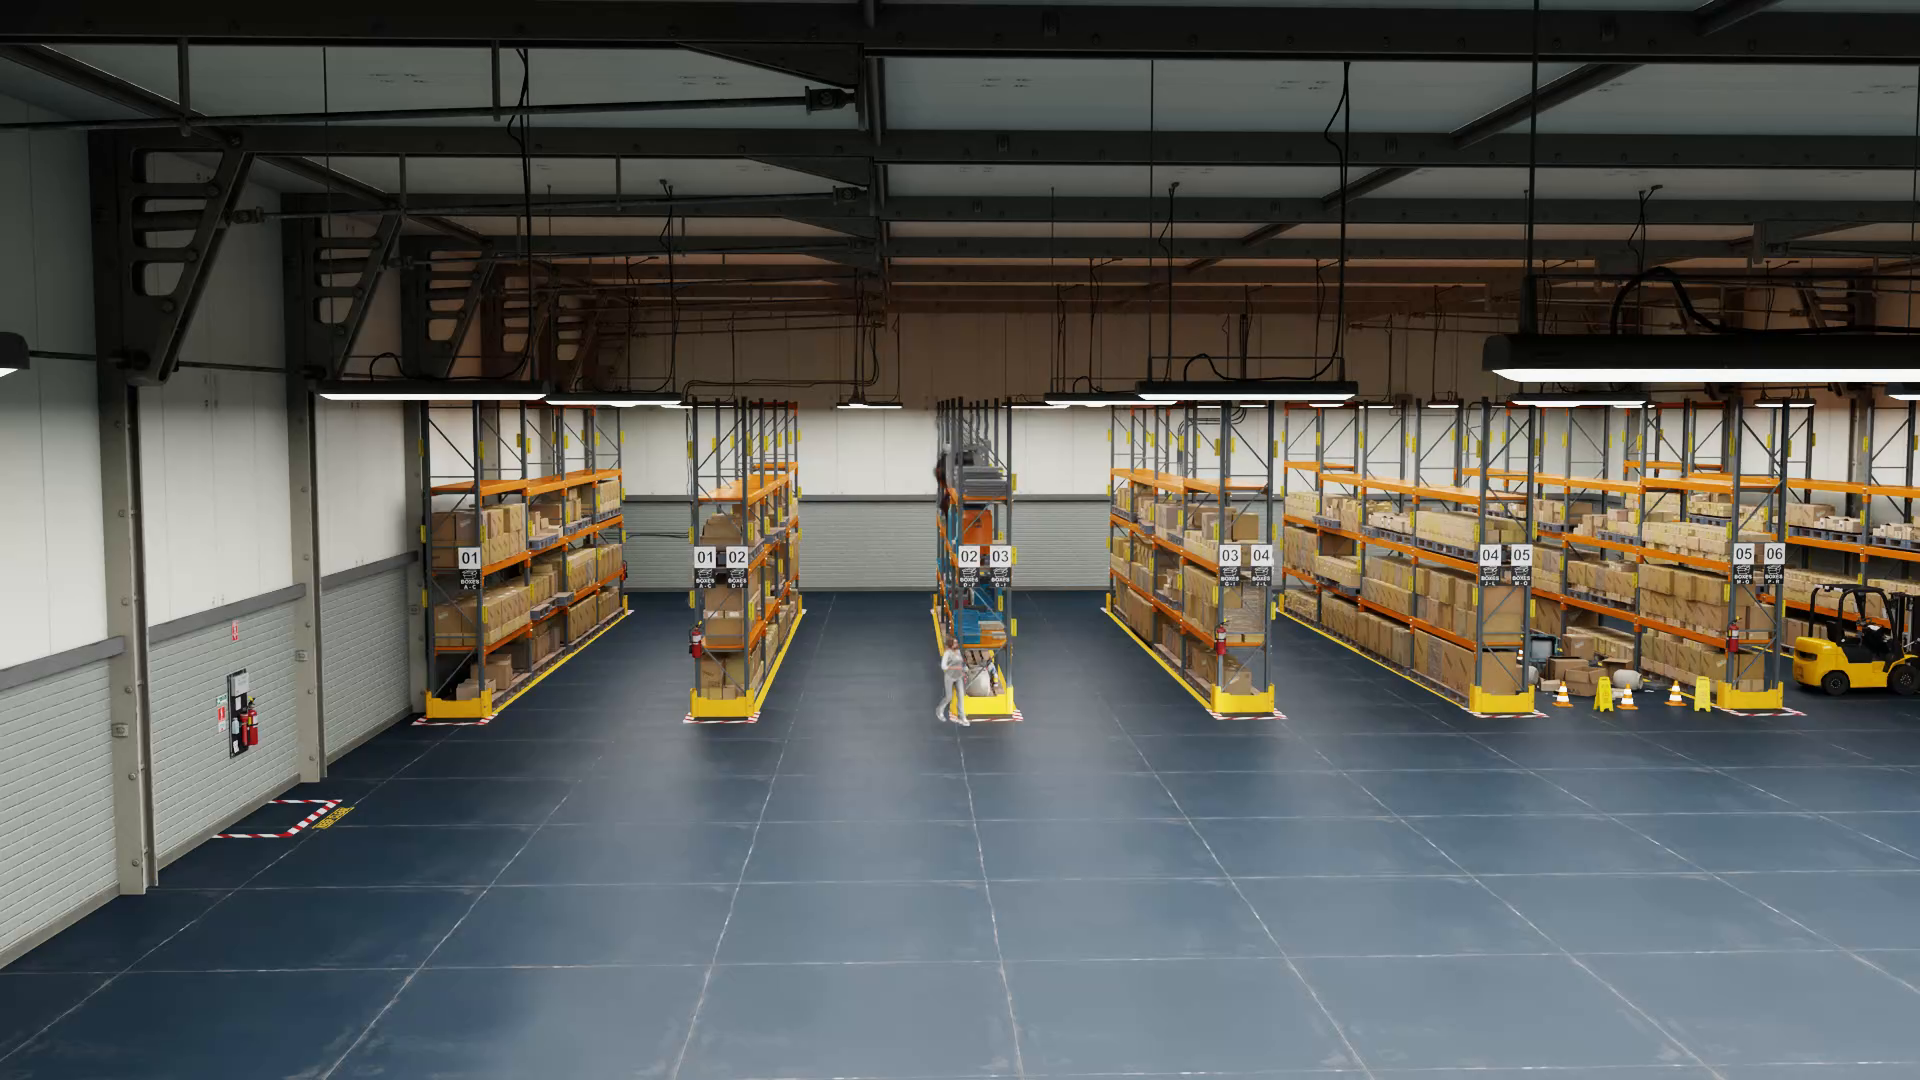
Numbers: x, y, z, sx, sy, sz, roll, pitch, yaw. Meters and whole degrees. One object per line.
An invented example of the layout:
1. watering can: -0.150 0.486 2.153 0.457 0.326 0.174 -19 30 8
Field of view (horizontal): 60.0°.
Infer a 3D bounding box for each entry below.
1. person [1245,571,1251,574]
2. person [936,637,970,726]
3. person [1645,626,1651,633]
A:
1. person: 8.127 1.181 48.281 0.612 1.660 0.915 -3 5 -35
2. person: -0.136 2.558 30.346 0.549 1.595 0.801 -4 6 -42
3. person: 16.822 1.729 40.180 0.692 1.796 0.889 0 4 -1
